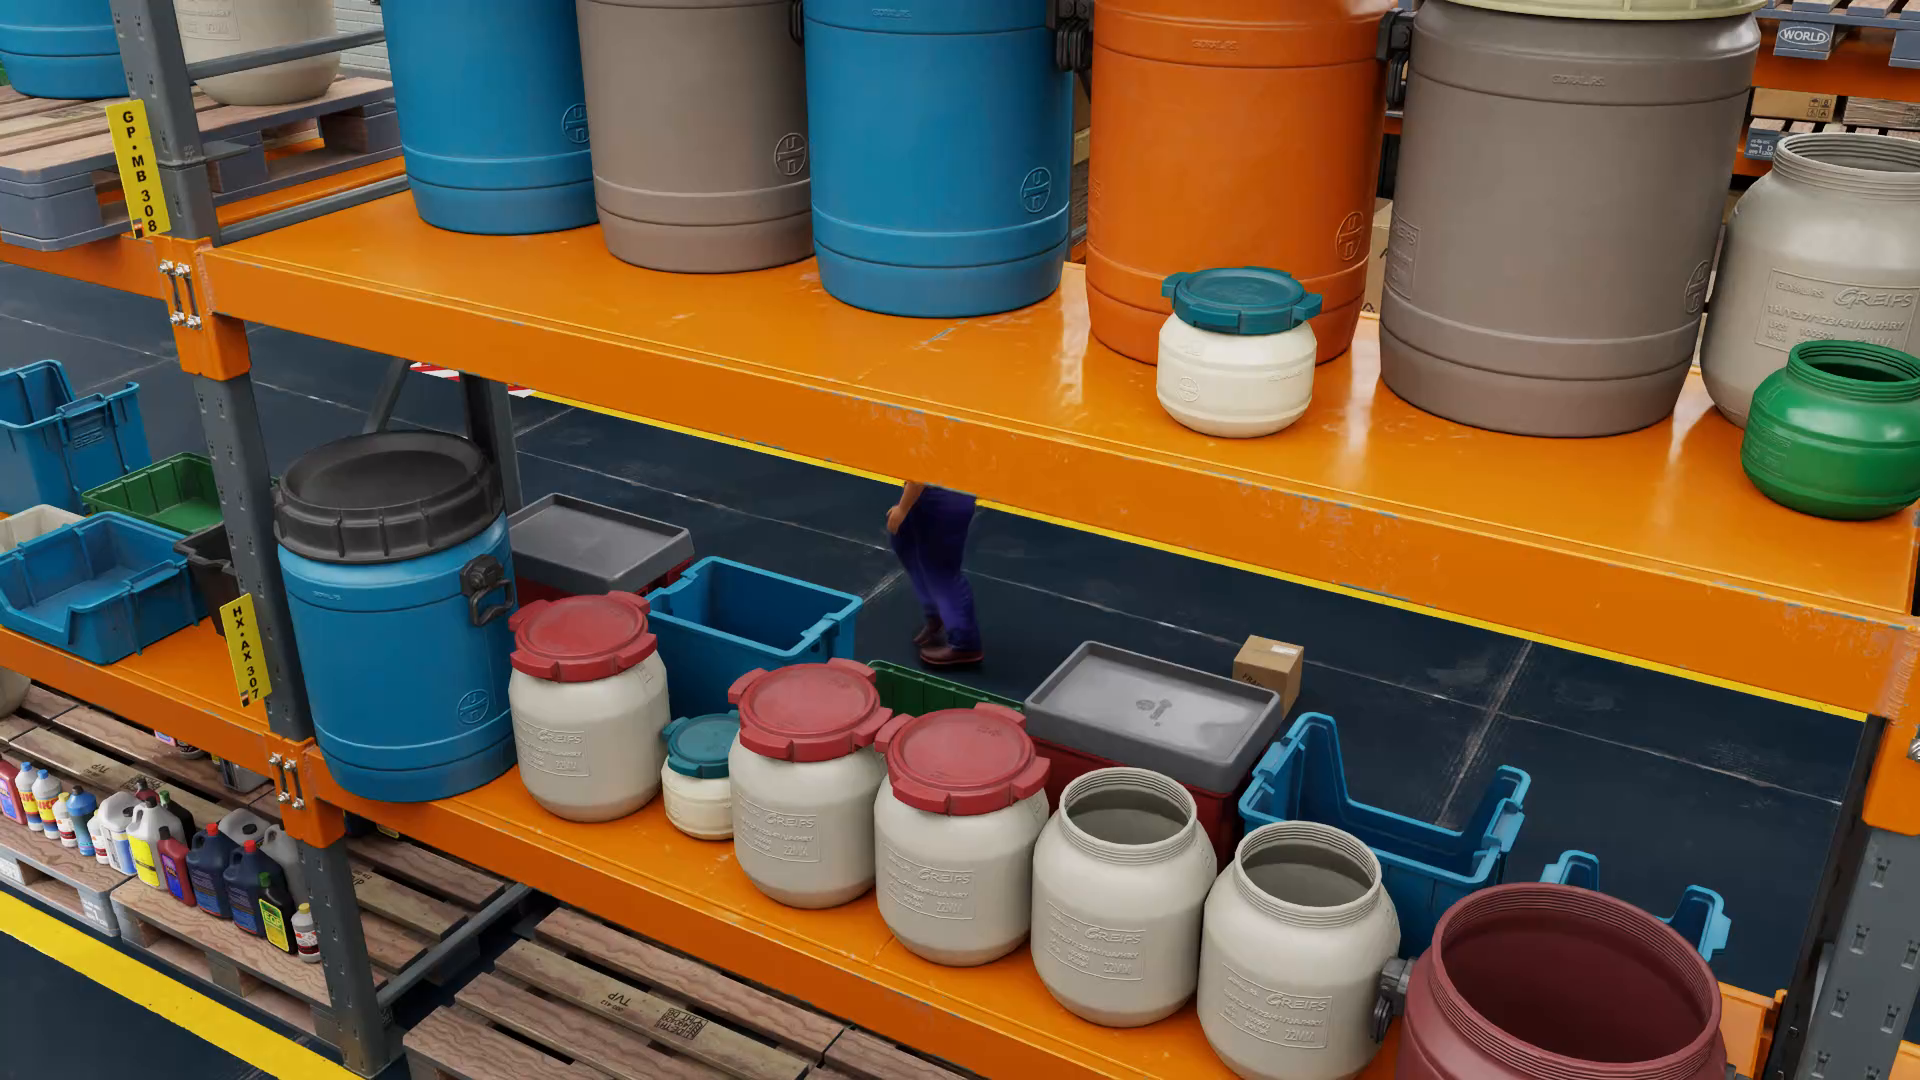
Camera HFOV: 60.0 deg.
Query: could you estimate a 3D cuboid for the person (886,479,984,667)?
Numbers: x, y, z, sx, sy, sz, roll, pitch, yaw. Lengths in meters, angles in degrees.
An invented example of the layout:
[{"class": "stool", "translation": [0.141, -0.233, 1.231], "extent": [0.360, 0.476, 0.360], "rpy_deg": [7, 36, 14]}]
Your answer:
[{"class": "person", "translation": [-0.120, -0.172, 7.482], "extent": [0.484, 1.696, 0.487], "rpy_deg": [4, 27, 9]}]
